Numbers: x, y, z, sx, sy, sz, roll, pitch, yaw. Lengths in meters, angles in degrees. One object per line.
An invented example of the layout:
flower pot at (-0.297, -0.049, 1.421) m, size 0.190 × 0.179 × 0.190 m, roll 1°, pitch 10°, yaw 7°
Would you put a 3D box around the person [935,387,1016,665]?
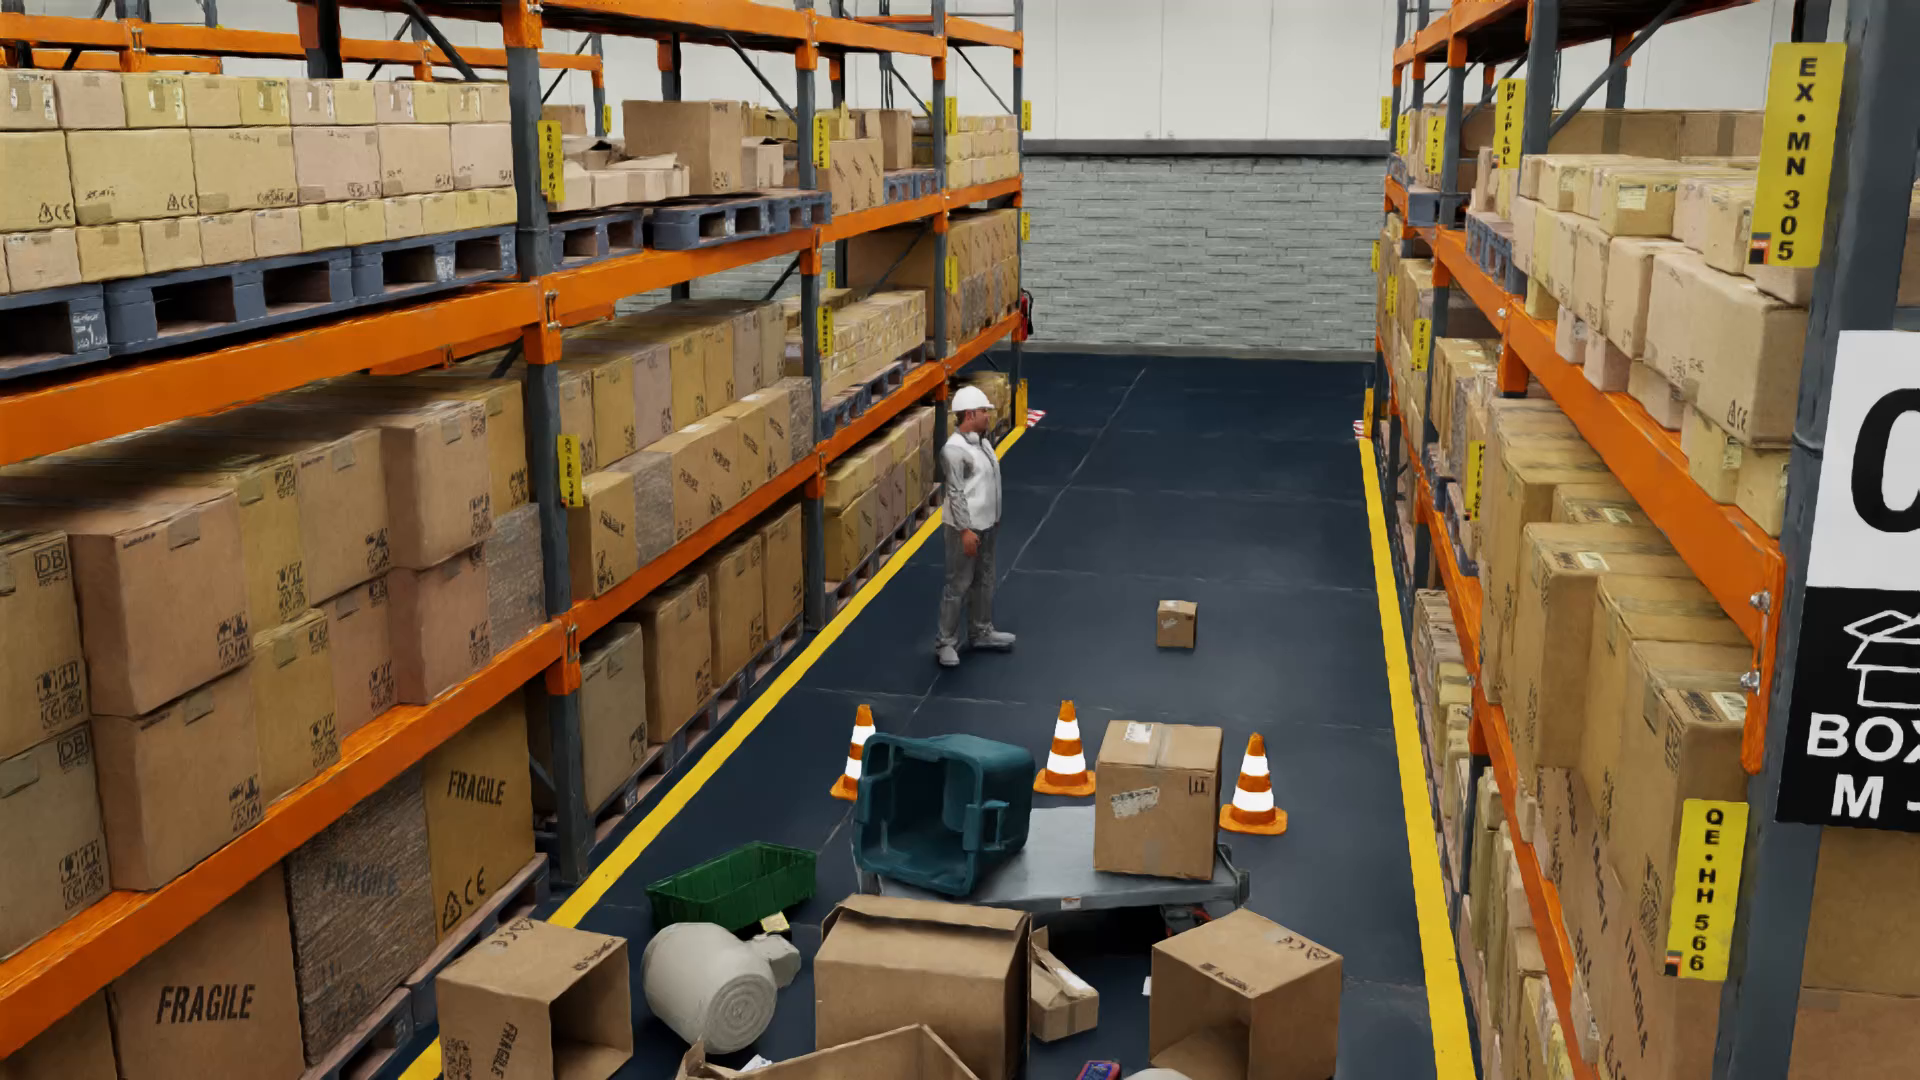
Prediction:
person at (0.080, -0.110, 10.782) m, size 0.412 × 1.771 × 0.659 m, roll 6°, pitch 16°, yaw 23°
